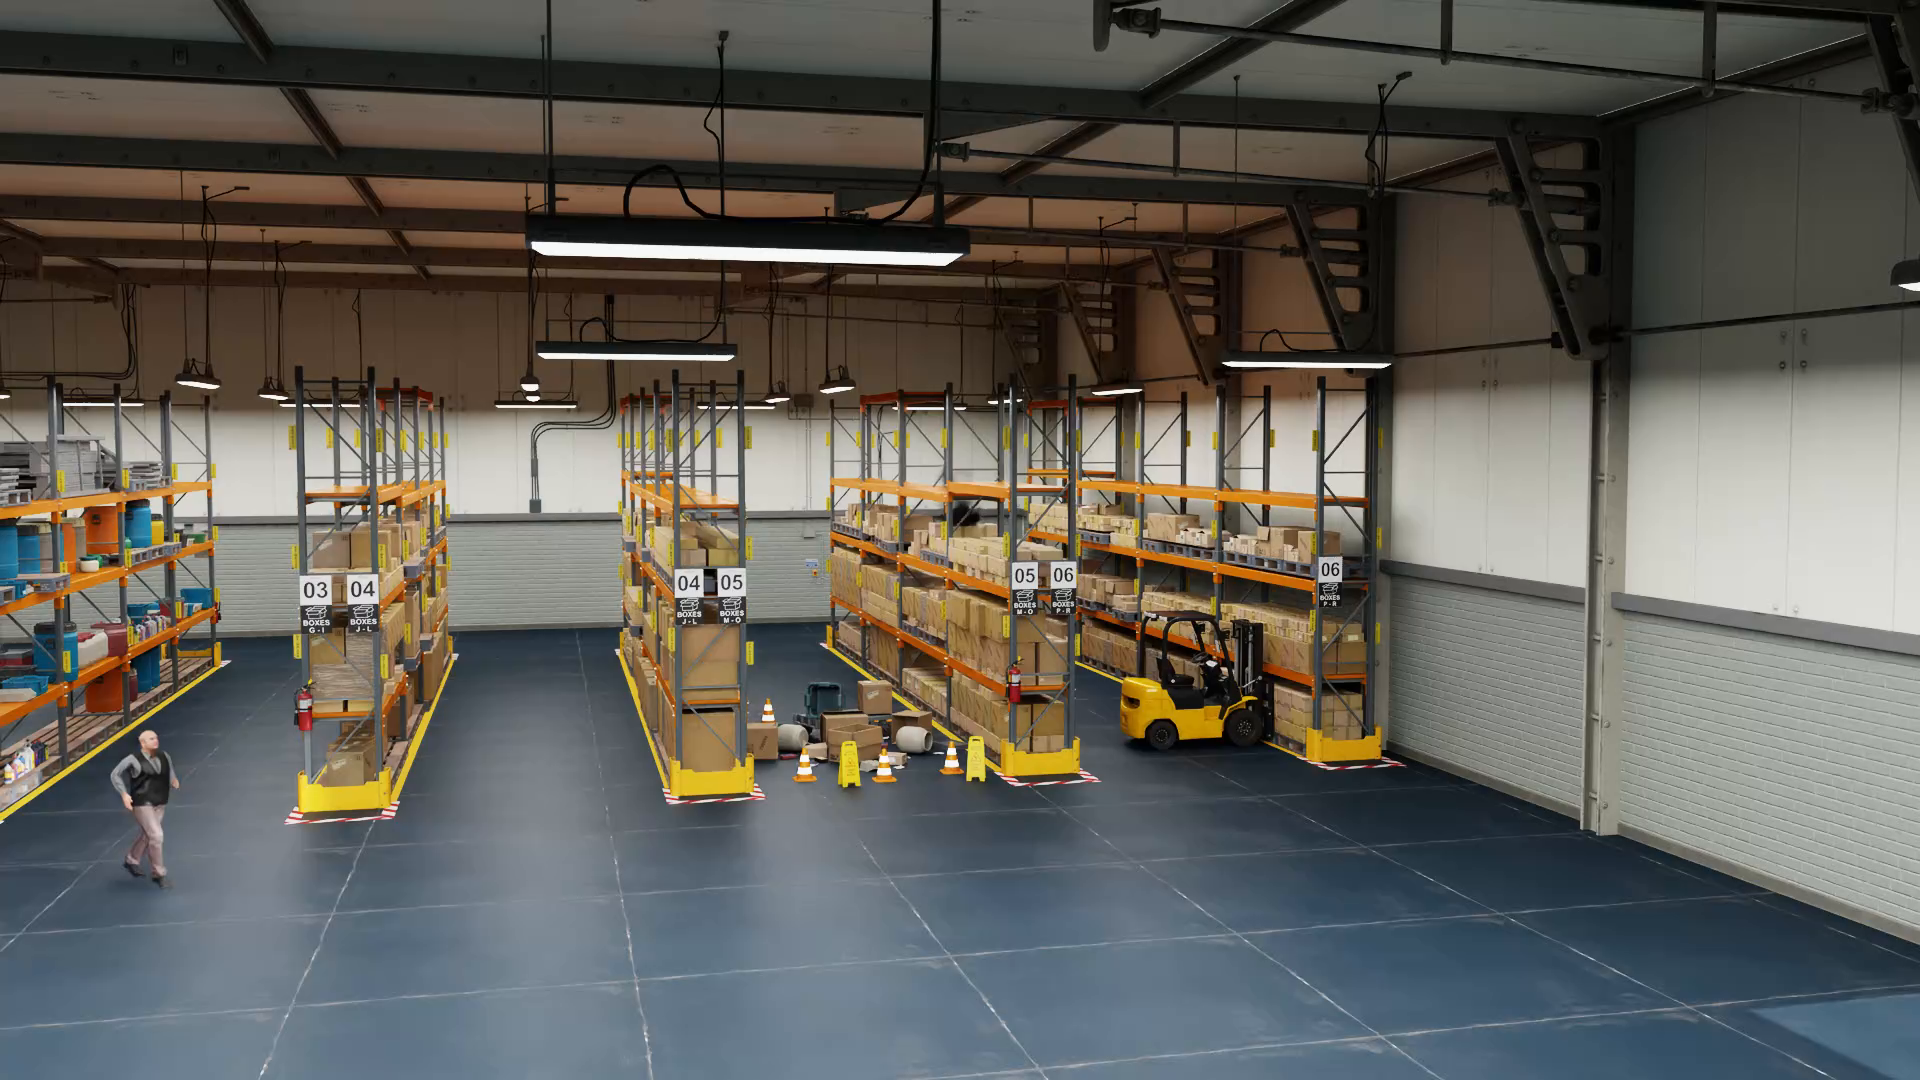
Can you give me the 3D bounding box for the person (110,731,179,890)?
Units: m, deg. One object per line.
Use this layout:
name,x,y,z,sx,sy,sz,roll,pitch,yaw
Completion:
person,-9.166,3.021,18.783,0.839,1.758,0.650,1,4,20
